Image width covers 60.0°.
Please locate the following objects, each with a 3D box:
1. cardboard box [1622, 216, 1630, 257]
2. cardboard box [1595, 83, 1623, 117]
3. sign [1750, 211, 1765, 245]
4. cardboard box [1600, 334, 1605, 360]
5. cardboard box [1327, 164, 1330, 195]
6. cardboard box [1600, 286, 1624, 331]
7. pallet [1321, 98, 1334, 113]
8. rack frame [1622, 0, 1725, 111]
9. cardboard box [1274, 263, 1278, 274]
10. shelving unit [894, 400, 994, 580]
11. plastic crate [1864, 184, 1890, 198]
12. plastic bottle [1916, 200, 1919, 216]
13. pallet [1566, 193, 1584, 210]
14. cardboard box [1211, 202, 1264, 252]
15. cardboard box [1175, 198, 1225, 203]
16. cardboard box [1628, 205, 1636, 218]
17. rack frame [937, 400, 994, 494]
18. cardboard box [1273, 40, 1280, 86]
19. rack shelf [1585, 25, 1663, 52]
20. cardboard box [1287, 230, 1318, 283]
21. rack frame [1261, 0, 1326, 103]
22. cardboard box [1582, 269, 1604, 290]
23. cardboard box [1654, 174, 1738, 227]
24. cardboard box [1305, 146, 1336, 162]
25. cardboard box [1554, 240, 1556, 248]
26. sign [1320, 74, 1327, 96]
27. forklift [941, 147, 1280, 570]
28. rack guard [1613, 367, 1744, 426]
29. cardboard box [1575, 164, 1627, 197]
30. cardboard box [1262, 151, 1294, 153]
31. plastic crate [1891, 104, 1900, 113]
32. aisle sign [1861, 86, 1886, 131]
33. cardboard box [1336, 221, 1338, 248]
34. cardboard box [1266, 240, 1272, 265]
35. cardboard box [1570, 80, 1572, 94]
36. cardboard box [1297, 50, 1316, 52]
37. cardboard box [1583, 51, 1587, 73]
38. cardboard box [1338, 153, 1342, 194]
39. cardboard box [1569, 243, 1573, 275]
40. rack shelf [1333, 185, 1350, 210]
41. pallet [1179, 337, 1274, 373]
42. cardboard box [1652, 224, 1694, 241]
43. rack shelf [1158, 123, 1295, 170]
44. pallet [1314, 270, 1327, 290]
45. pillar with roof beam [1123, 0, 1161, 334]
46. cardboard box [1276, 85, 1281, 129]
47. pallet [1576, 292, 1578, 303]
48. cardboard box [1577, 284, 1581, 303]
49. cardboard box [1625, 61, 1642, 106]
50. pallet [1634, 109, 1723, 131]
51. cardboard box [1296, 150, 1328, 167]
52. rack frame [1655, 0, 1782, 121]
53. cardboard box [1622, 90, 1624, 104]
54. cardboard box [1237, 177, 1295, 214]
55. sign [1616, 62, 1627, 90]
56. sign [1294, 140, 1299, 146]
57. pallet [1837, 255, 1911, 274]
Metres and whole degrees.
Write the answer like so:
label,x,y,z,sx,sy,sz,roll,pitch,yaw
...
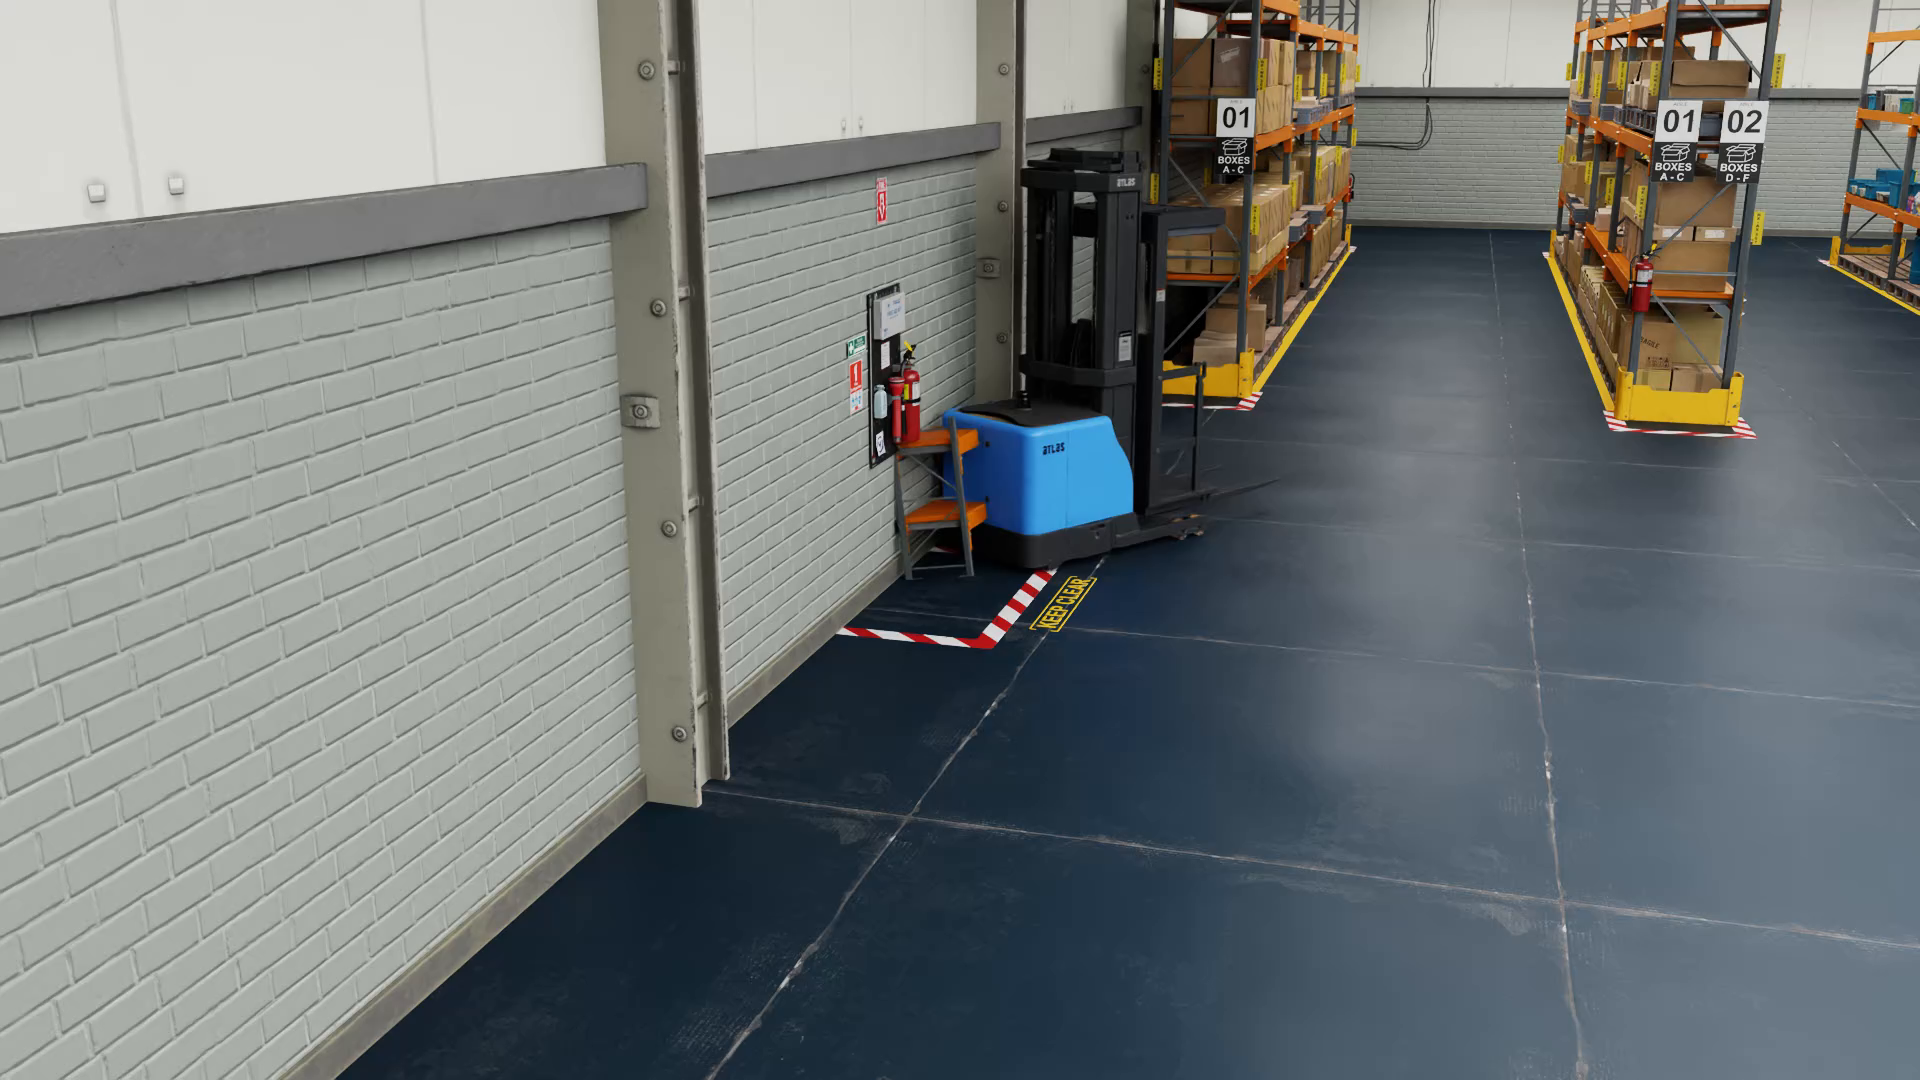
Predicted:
label,x,y,z,sx,sy,sz,roll,pitch,yaw
cardboard box,8.424,-3.674,20.101,0.700,0.500,0.500,4,16,14
cardboard box,9.773,-6.396,24.203,0.910,0.500,0.500,5,16,16
sign,7.938,-3.105,16.549,0.100,0.325,0.005,5,16,16
cardboard box,7.828,-2.263,19.579,0.500,0.250,0.500,5,16,16
cardboard box,5.891,-6.014,27.769,0.500,0.500,0.500,5,16,16
cardboard box,7.978,-2.754,19.935,0.500,0.500,0.500,5,16,16
pallet,5.854,-7.325,28.013,0.805,0.209,1.217,4,16,14
rack frame,8.544,-6.628,19.707,1.000,3.000,0.127,5,16,16
cardboard box,4.253,-3.941,23.626,0.500,0.250,0.500,4,16,14
shelving unit,-0.066,-0.379,12.127,0.538,1.125,1.048,-4,10,18
plastic crate,15.942,-6.061,28.899,0.416,0.233,0.300,5,16,16
plastic bottle,14.906,-5.173,25.804,0.097,0.271,0.097,0,16,0
pallet,10.486,-5.542,27.223,1.003,0.211,1.213,5,16,16
cardboard box,3.081,-3.479,18.460,0.500,0.500,0.500,5,16,16
cardboard box,2.740,-3.648,19.056,0.500,0.500,0.500,5,17,17
cardboard box,8.066,-3.845,19.516,0.380,0.149,0.250,4,16,15
rack frame,0.079,-0.475,12.605,0.500,1.125,0.032,-4,10,18
cardboard box,3.325,-5.405,18.838,0.500,0.500,0.500,5,17,17
rack shelf,10.249,-7.659,25.394,1.077,0.370,4.000,5,16,16
cardboard box,5.265,-4.522,26.444,0.750,0.750,0.750,4,16,15
rack frame,4.930,-8.058,24.747,1.000,3.000,0.127,5,16,16
cardboard box,9.109,-3.685,23.567,0.500,0.311,0.500,4,16,14
cardboard box,7.567,-3.503,17.121,0.700,0.500,0.500,5,16,16
cardboard box,6.180,-6.638,28.595,0.500,0.250,0.500,5,17,17
cardboard box,11.435,-5.582,31.398,0.380,0.166,0.250,5,16,16
sign,5.450,-6.821,24.936,0.100,0.325,0.005,5,16,16
forklift,1.300,-1.506,12.766,3.031,2.935,1.130,-13,21,-39
rack guard,7.401,-1.487,17.155,1.175,0.500,0.348,5,16,16
cardboard box,10.334,-5.794,26.806,0.700,0.500,0.500,7,17,25
cardboard box,5.110,-6.141,26.845,0.500,0.250,0.500,4,16,14
plastic crate,15.562,-7.128,27.450,0.293,0.136,0.466,5,16,16
aisle sign,16.438,-7.789,30.029,0.394,0.787,0.004,5,16,16
cardboard box,6.816,-5.811,31.630,0.700,0.500,0.500,4,16,14
cardboard box,3.384,-3.389,19.519,0.500,0.250,0.500,4,16,15
cardboard box,11.559,-8.379,30.734,0.500,0.250,0.500,5,16,16
cardboard box,6.042,-8.401,29.401,0.500,0.500,0.500,4,16,15
cardboard box,11.330,-8.331,29.192,0.700,0.500,0.500,5,16,16
cardboard box,6.450,-6.694,30.382,0.980,0.700,0.700,4,16,14
cardboard box,10.306,-4.596,27.311,0.500,0.500,0.500,5,17,17
rack shelf,6.636,-6.395,31.198,1.077,0.370,4.000,5,16,16
pallet,3.292,-2.285,20.499,1.003,0.211,1.213,5,16,16
cardboard box,7.333,-3.170,17.138,0.380,0.149,0.250,4,16,15
rack shelf,3.225,-4.699,19.720,1.077,0.370,4.000,5,16,16
pallet,5.575,-4.349,27.774,1.003,0.211,1.213,5,16,16
pillar with roof beam,6.154,-5.881,17.073,9.100,9.000,0.400,5,16,16
cardboard box,3.454,-5.063,19.467,0.500,0.500,0.500,6,17,19
pallet,9.929,-3.639,25.274,1.003,0.211,1.213,5,16,16
cardboard box,9.250,-3.553,24.130,0.500,0.250,0.500,5,16,16
cardboard box,8.148,-5.391,19.633,0.500,0.500,0.500,6,17,20
pallet,7.978,-4.599,18.212,1.003,0.211,1.213,5,16,16
cardboard box,5.736,-6.238,27.185,0.500,0.250,0.500,4,16,15
rack frame,7.407,-5.582,16.017,1.000,3.000,0.127,5,16,16
cardboard box,9.606,-6.238,23.335,0.500,0.250,0.500,3,16,12
cardboard box,4.294,-4.836,23.392,0.700,0.500,0.500,7,17,24
sign,8.021,-5.625,20.142,0.100,0.325,0.005,5,16,16
sign,6.673,-7.764,32.973,0.100,0.325,0.005,5,16,16
pallet,16.431,-4.942,29.867,1.003,0.211,1.213,5,16,16
